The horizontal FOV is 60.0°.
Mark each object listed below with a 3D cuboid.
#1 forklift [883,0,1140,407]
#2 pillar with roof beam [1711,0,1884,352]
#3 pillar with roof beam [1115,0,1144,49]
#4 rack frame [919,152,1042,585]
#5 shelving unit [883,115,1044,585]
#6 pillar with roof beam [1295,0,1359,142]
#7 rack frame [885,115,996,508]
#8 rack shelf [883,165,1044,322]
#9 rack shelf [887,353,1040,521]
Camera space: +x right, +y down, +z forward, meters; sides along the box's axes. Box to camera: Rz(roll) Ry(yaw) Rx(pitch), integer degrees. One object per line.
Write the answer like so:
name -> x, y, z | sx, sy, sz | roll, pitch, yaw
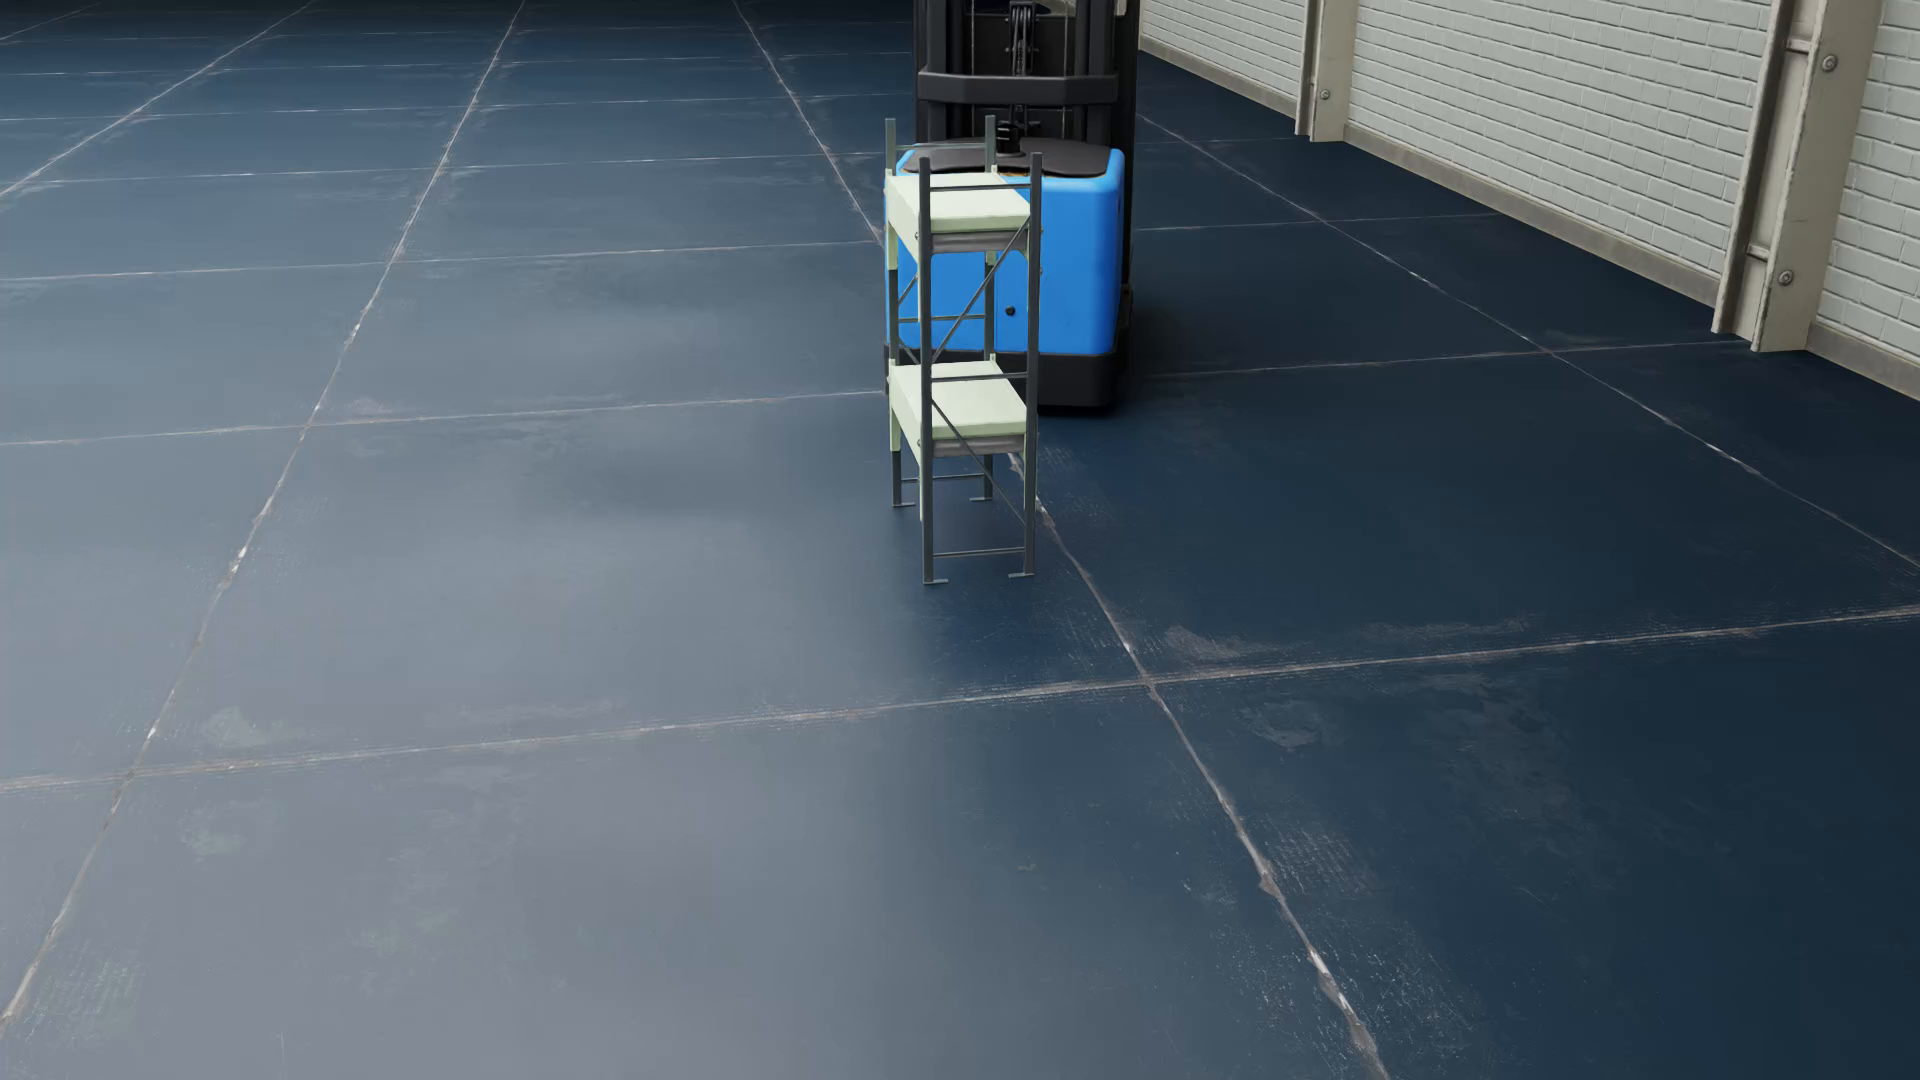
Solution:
forklift -> 0.352, -2.494, 8.299 | 1.130, 2.935, 3.031 | 3, 24, 7
pillar with roof beam -> -0.079, -4.846, 6.102 | 9.100, 9.000, 0.400 | -4, 24, -10
pillar with roof beam -> -2.298, -9.566, 16.910 | 9.100, 9.000, 0.400 | -4, 24, -10
rack frame -> 0.066, -0.546, 5.626 | 0.400, 1.500, 0.023 | -4, 24, -10
shelving unit -> -0.001, -0.690, 5.956 | 0.431, 1.500, 0.755 | -4, 24, -10
pillar with roof beam -> -1.188, -7.206, 11.506 | 9.100, 9.000, 0.400 | -4, 24, -10
rack frame -> -0.069, -0.834, 6.285 | 0.400, 1.500, 0.023 | -4, 24, -10
rack shelf -> -0.001, -1.048, 5.800 | 0.431, 0.370, 0.720 | -4, 24, -10
rack shelf -> -0.001, -0.391, 6.086 | 0.431, 0.370, 0.720 | -4, 24, -10
